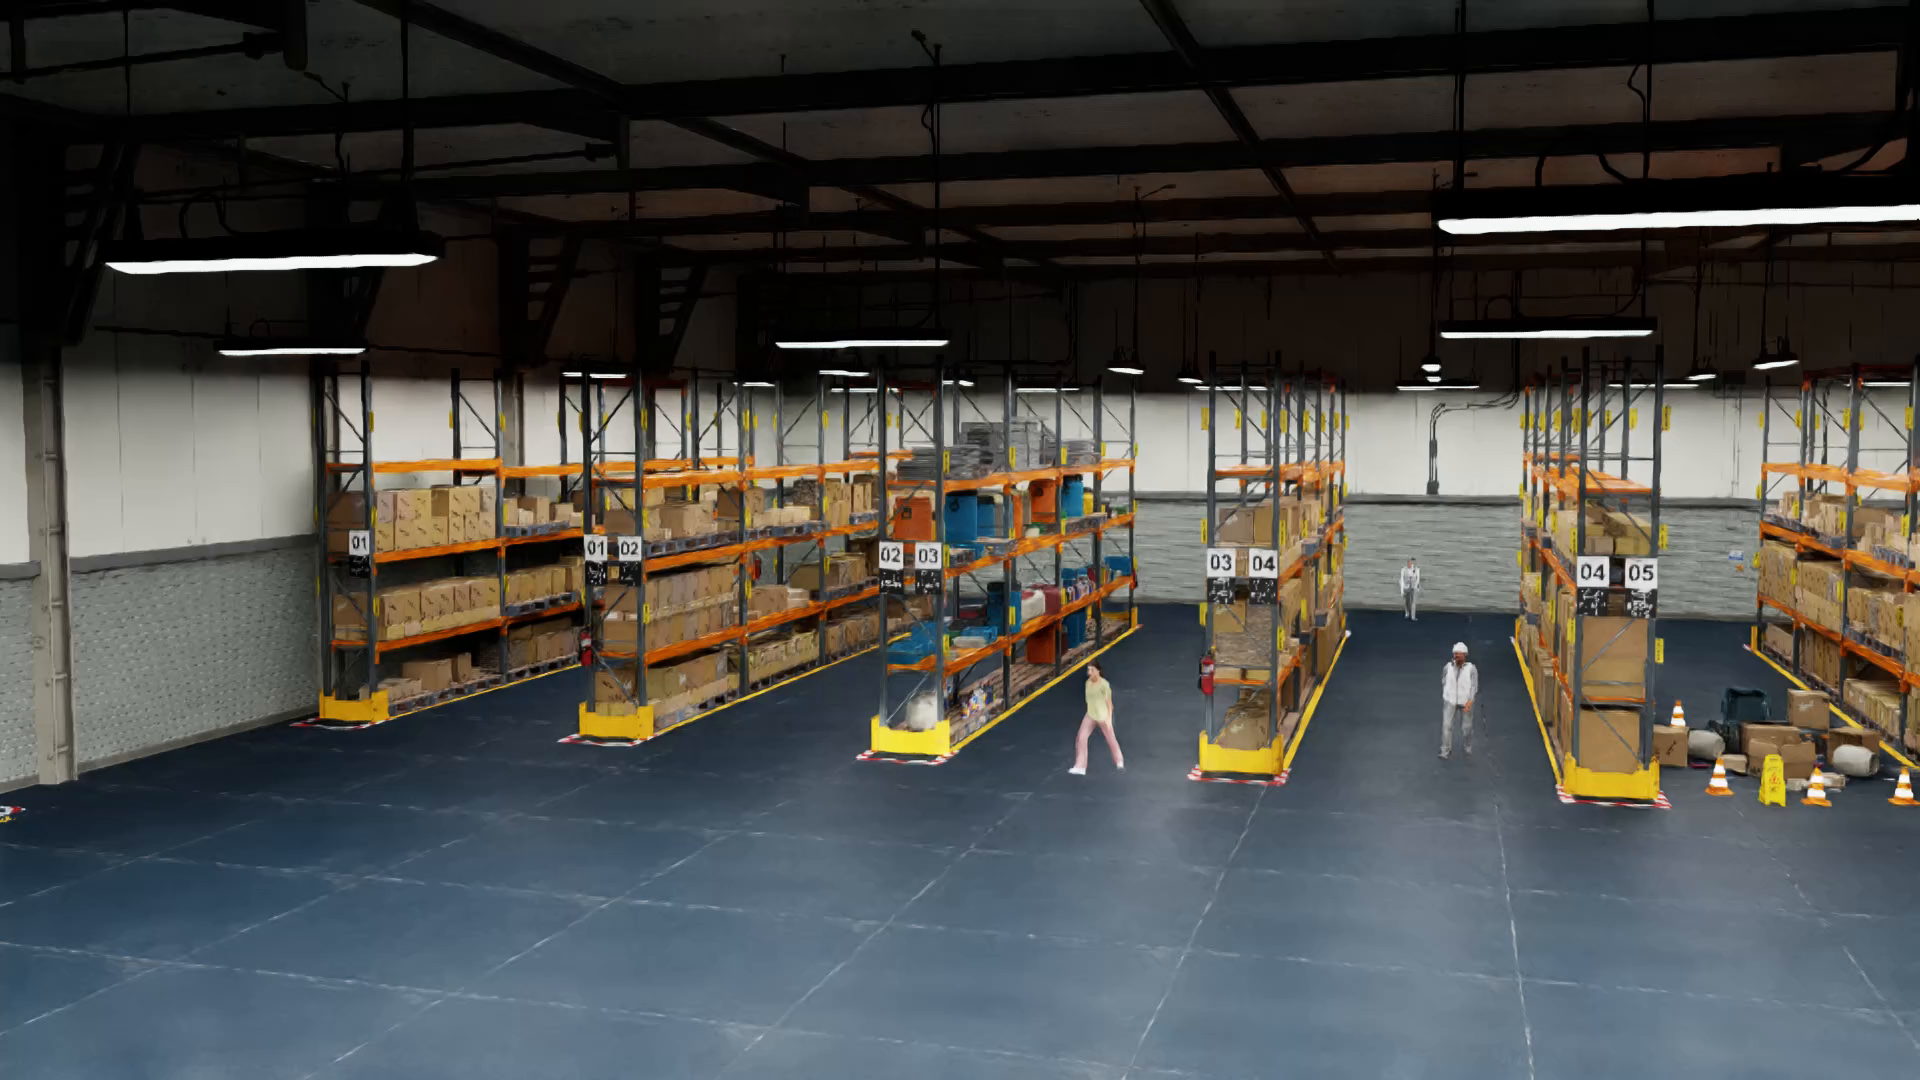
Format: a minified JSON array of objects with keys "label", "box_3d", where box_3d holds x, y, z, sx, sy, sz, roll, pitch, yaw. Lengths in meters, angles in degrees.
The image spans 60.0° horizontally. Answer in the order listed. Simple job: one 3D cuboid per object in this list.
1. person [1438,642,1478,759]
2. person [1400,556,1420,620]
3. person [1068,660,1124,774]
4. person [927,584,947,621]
[{"label":"person","box_3d":[7.411,2.346,24.664,0.540,1.662,1.021,2,5,25]},{"label":"person","box_3d":[11.342,1.194,41.928,0.495,1.589,1.086,1,4,18]},{"label":"person","box_3d":[1.976,2.477,23.658,0.487,1.551,0.958,3,5,38]},{"label":"person","box_3d":[-0.556,1.424,38.640,0.449,1.585,1.097,1,4,15]}]
